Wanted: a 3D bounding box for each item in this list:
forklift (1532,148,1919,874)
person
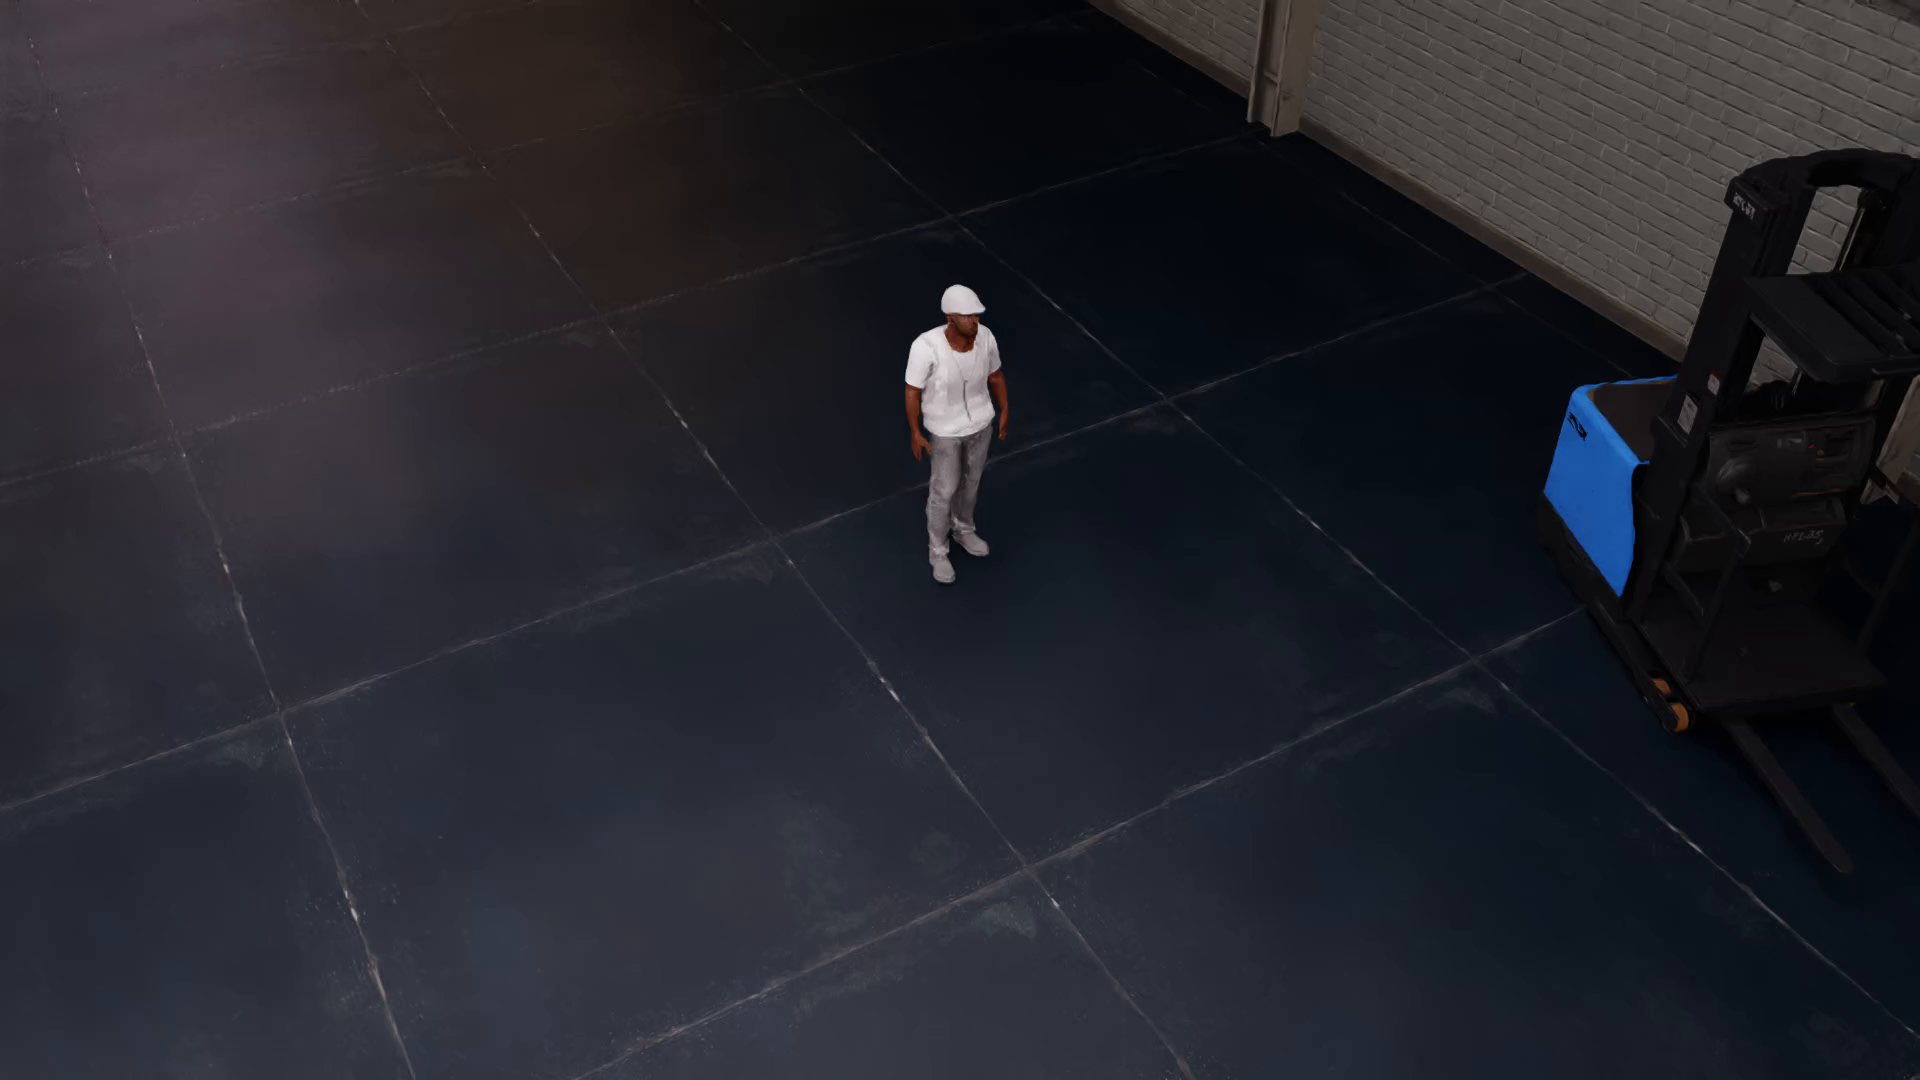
[{"bbox_3d":[4.329,-0.335,8.440,1.130,2.935,3.031,-7,40,-8],"label":"forklift"},{"bbox_3d":[0.030,-0.645,9.715,0.665,1.766,0.576,-20,44,-23],"label":"person"}]
